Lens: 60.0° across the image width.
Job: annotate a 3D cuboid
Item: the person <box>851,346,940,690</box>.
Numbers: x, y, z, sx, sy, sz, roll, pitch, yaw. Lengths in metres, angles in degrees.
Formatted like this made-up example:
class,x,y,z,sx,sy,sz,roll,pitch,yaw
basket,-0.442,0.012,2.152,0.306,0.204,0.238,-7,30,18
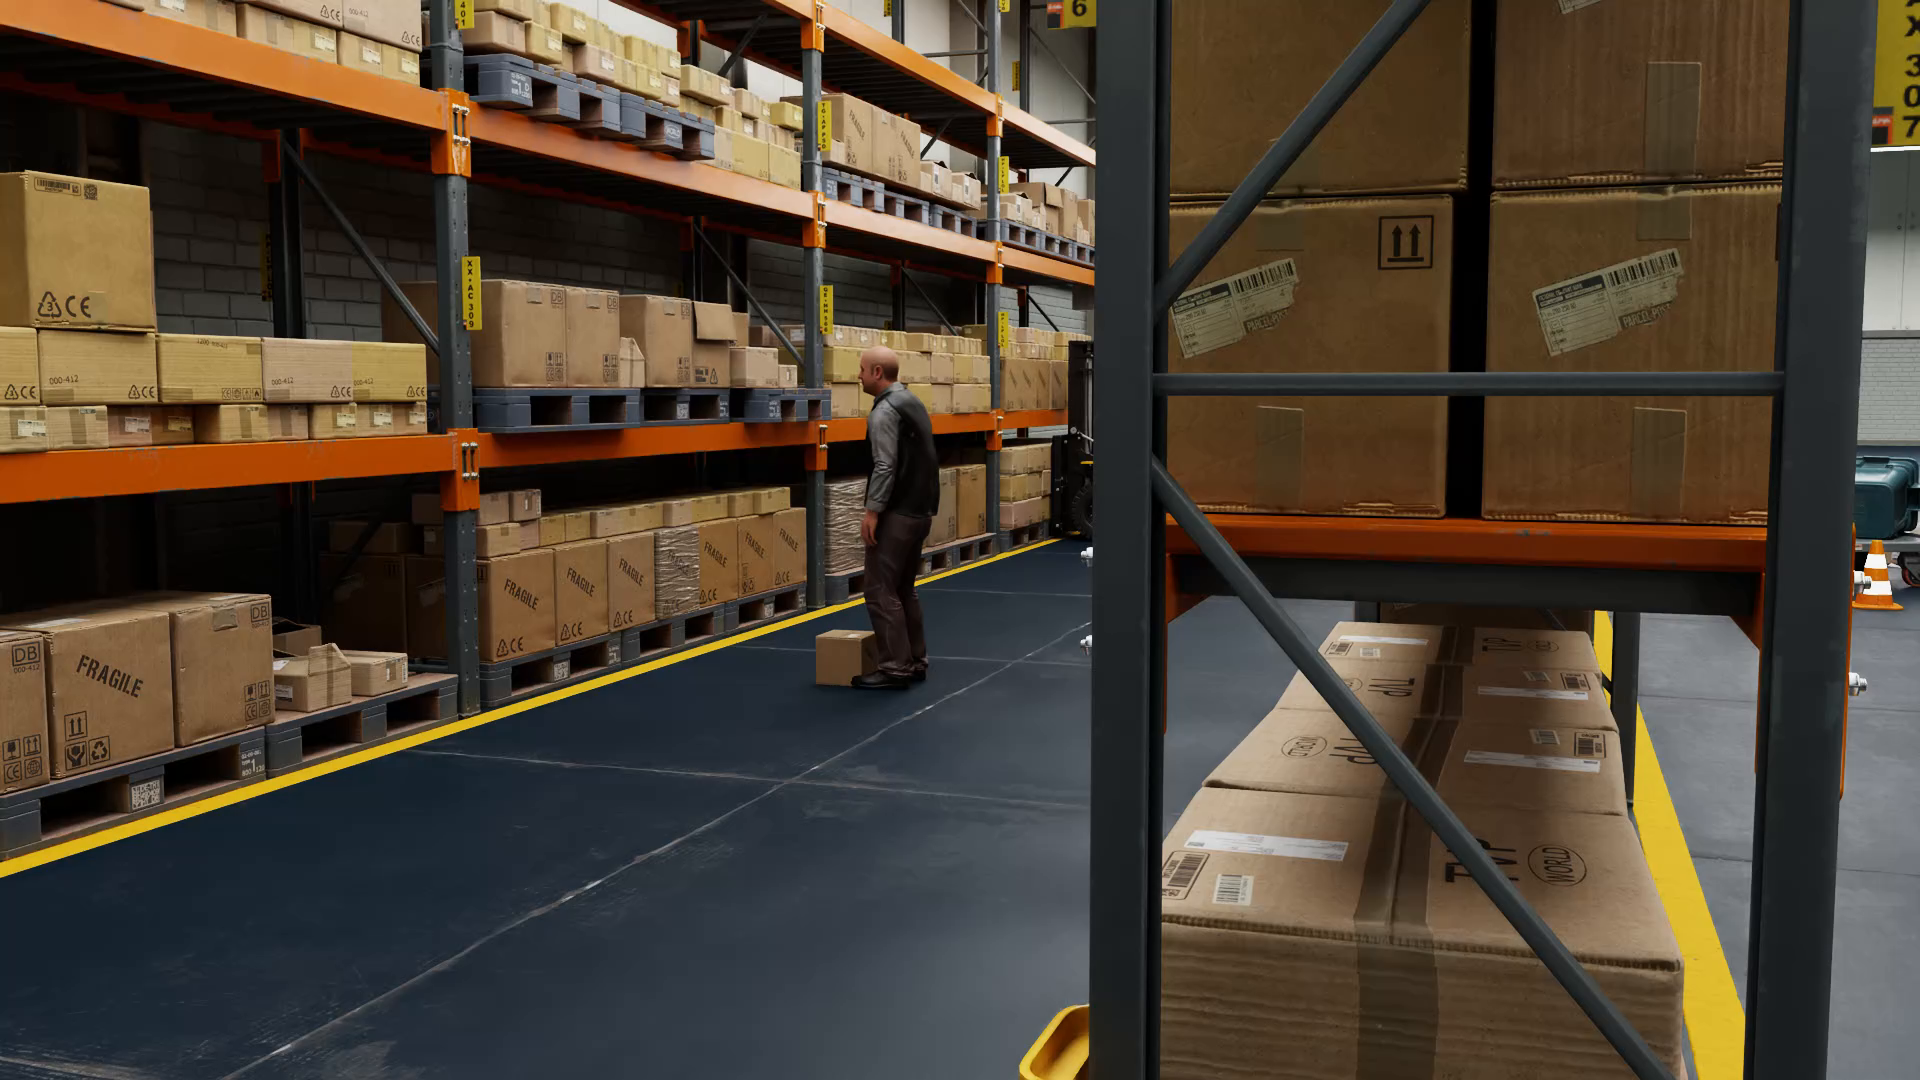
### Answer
class,x,y,z,sx,sy,sz,roll,pitch,yaw
person,-0.316,-0.117,8.414,0.413,1.721,0.589,2,5,17
